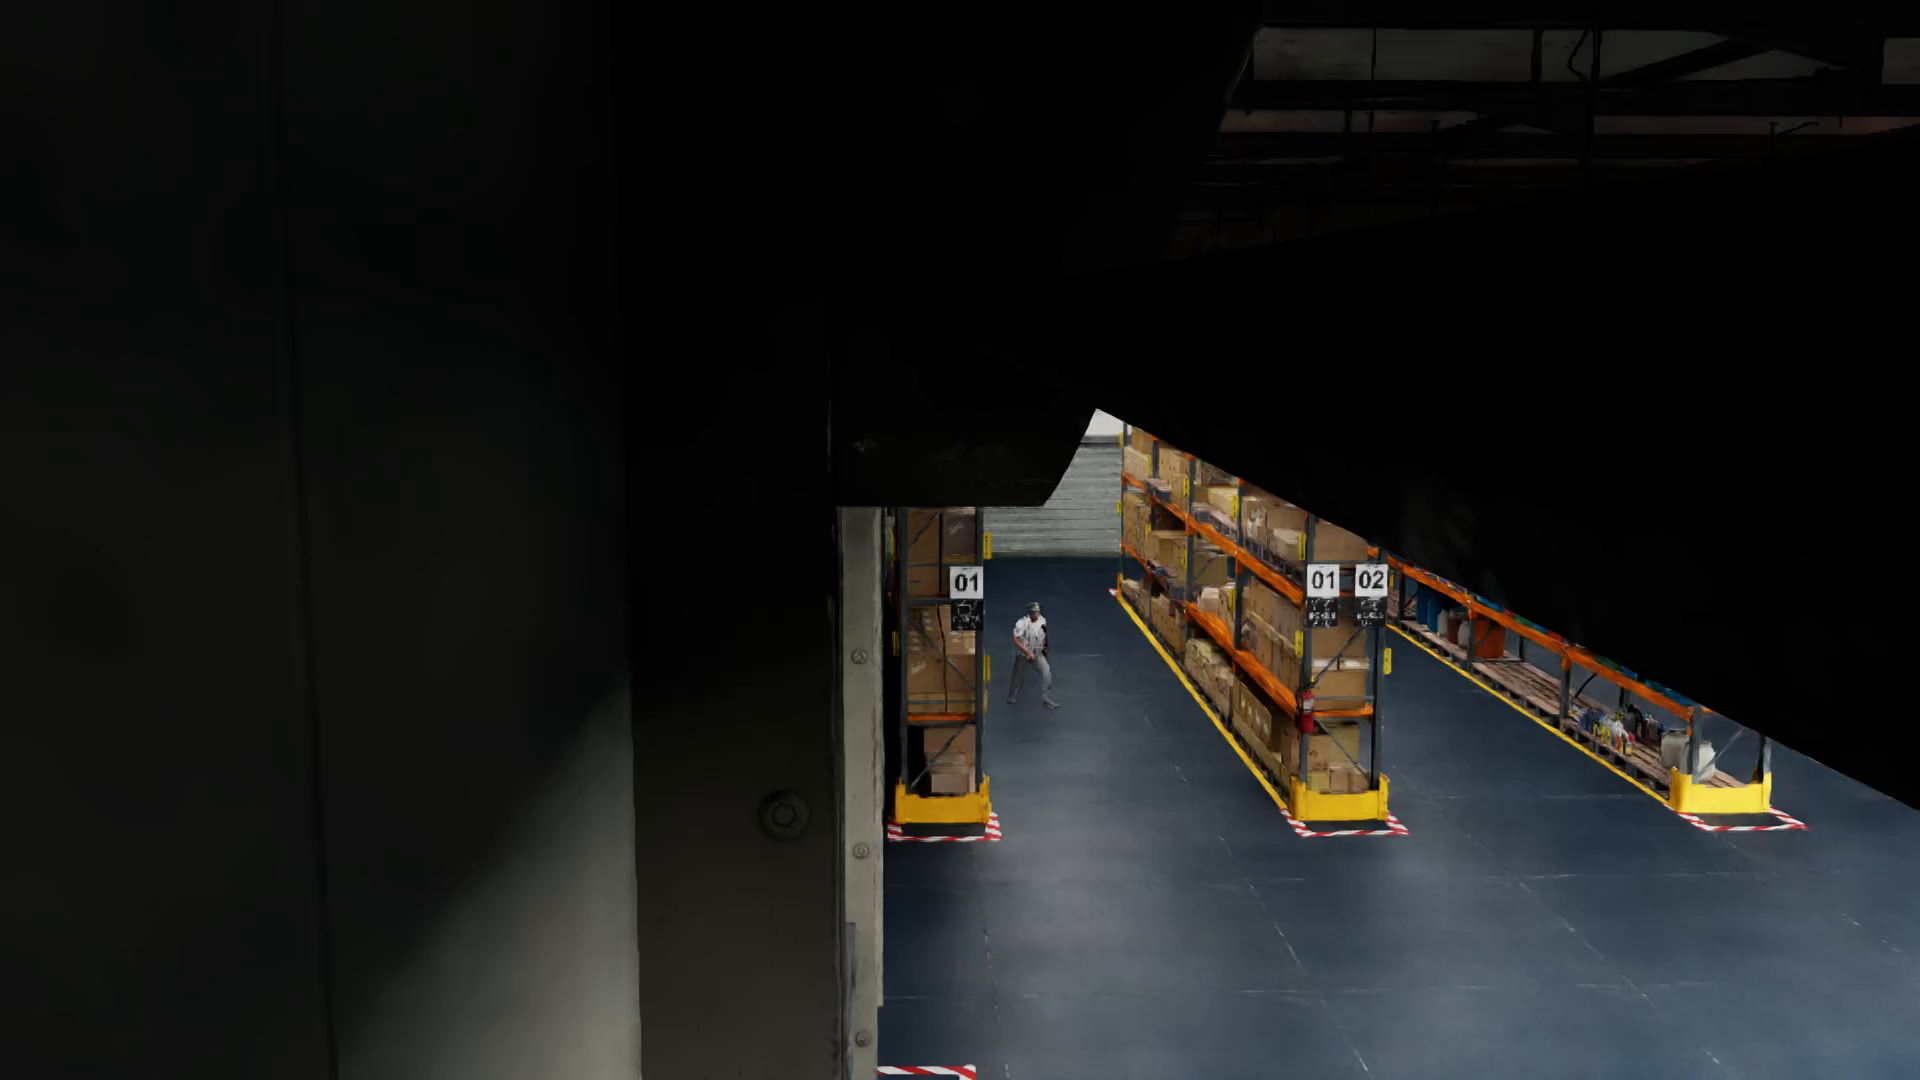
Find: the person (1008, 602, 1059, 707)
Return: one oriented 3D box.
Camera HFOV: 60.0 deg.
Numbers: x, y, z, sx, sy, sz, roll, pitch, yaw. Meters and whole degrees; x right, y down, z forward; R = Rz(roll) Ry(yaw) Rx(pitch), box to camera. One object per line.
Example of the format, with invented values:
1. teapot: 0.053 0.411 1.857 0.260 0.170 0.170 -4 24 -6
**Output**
1. person: 1.130 1.783 26.394 0.691 1.691 0.860 -3 8 -19
